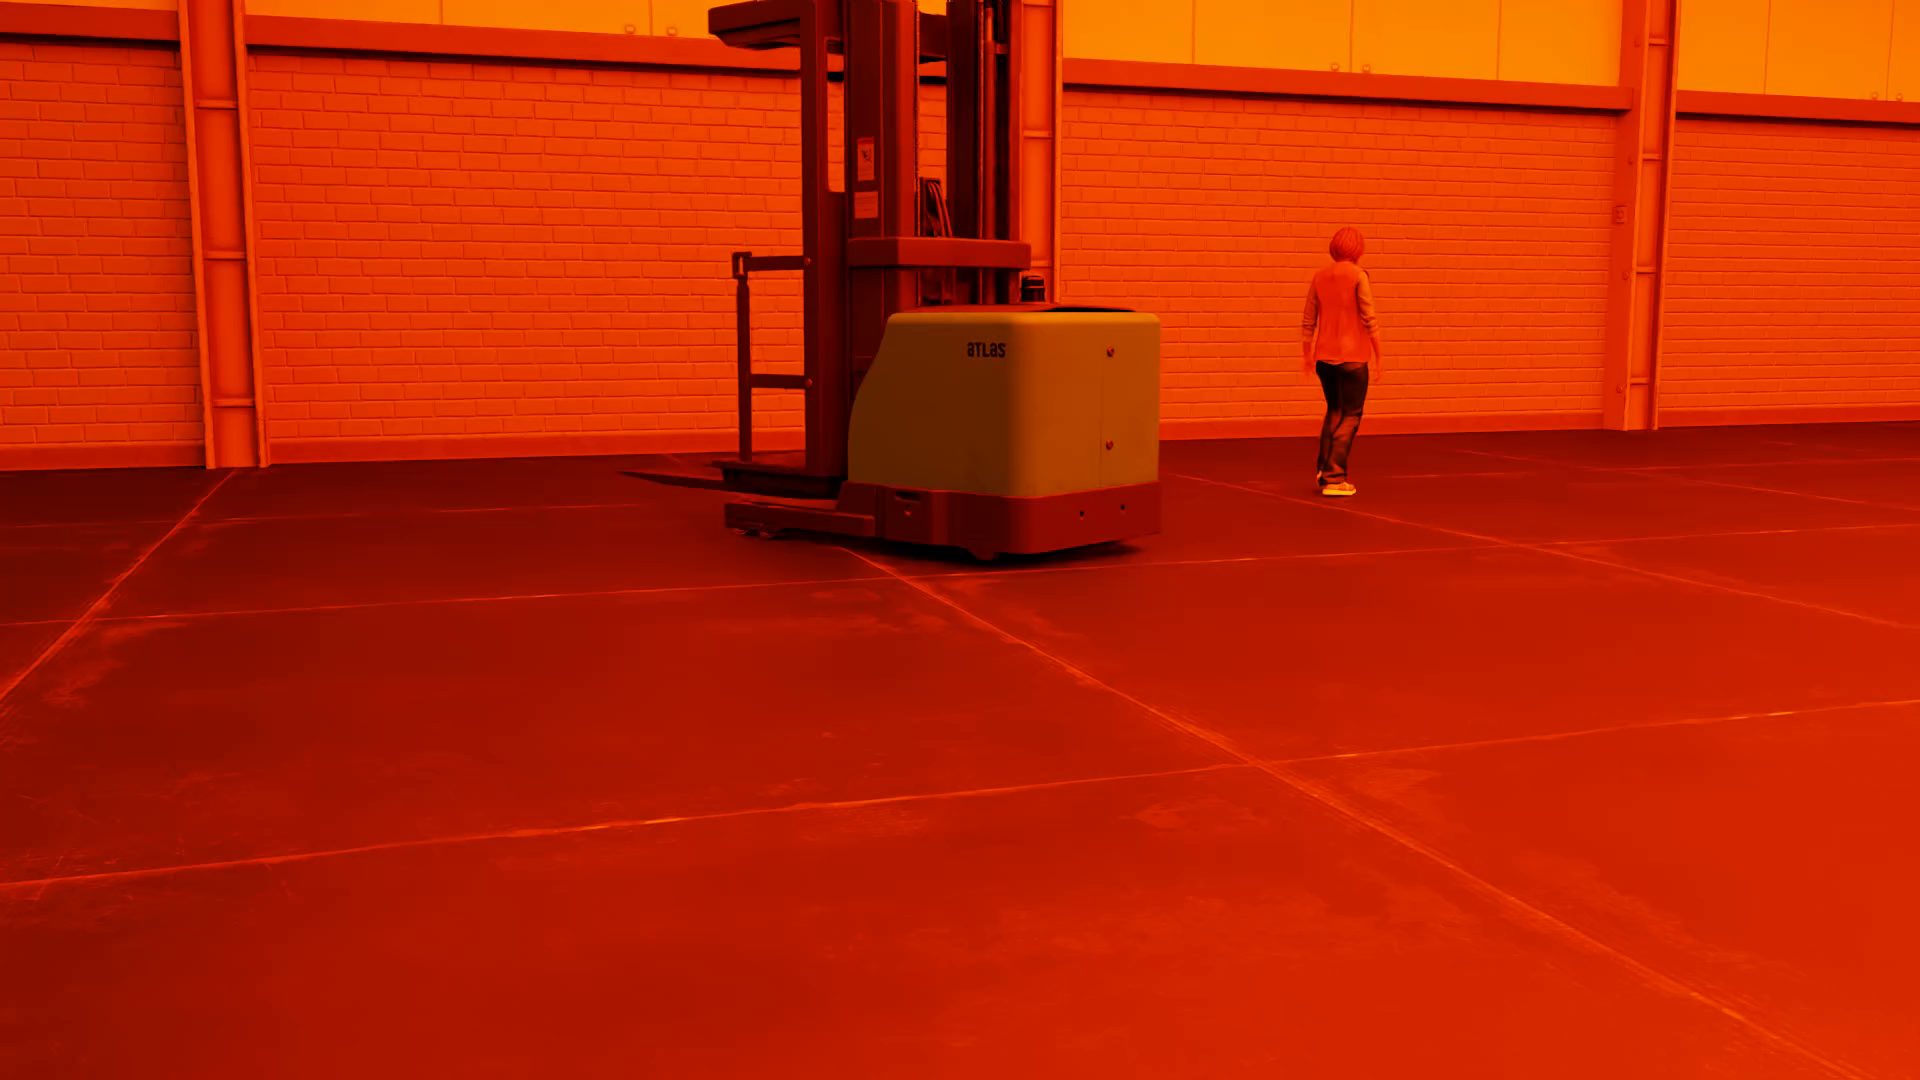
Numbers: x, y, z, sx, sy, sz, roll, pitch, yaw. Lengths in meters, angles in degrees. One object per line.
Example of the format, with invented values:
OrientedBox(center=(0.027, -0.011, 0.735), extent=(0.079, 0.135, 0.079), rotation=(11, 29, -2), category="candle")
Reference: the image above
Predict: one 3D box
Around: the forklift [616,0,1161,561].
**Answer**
OrientedBox(center=(-0.512, -1.504, 8.106), extent=(3.031, 2.935, 1.130), rotation=(7, 10, 41), category="forklift")

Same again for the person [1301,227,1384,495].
OrientedBox(center=(2.274, -1.033, 9.864), extent=(0.490, 1.627, 0.514), rotation=(-6, 10, -40), category="person")
